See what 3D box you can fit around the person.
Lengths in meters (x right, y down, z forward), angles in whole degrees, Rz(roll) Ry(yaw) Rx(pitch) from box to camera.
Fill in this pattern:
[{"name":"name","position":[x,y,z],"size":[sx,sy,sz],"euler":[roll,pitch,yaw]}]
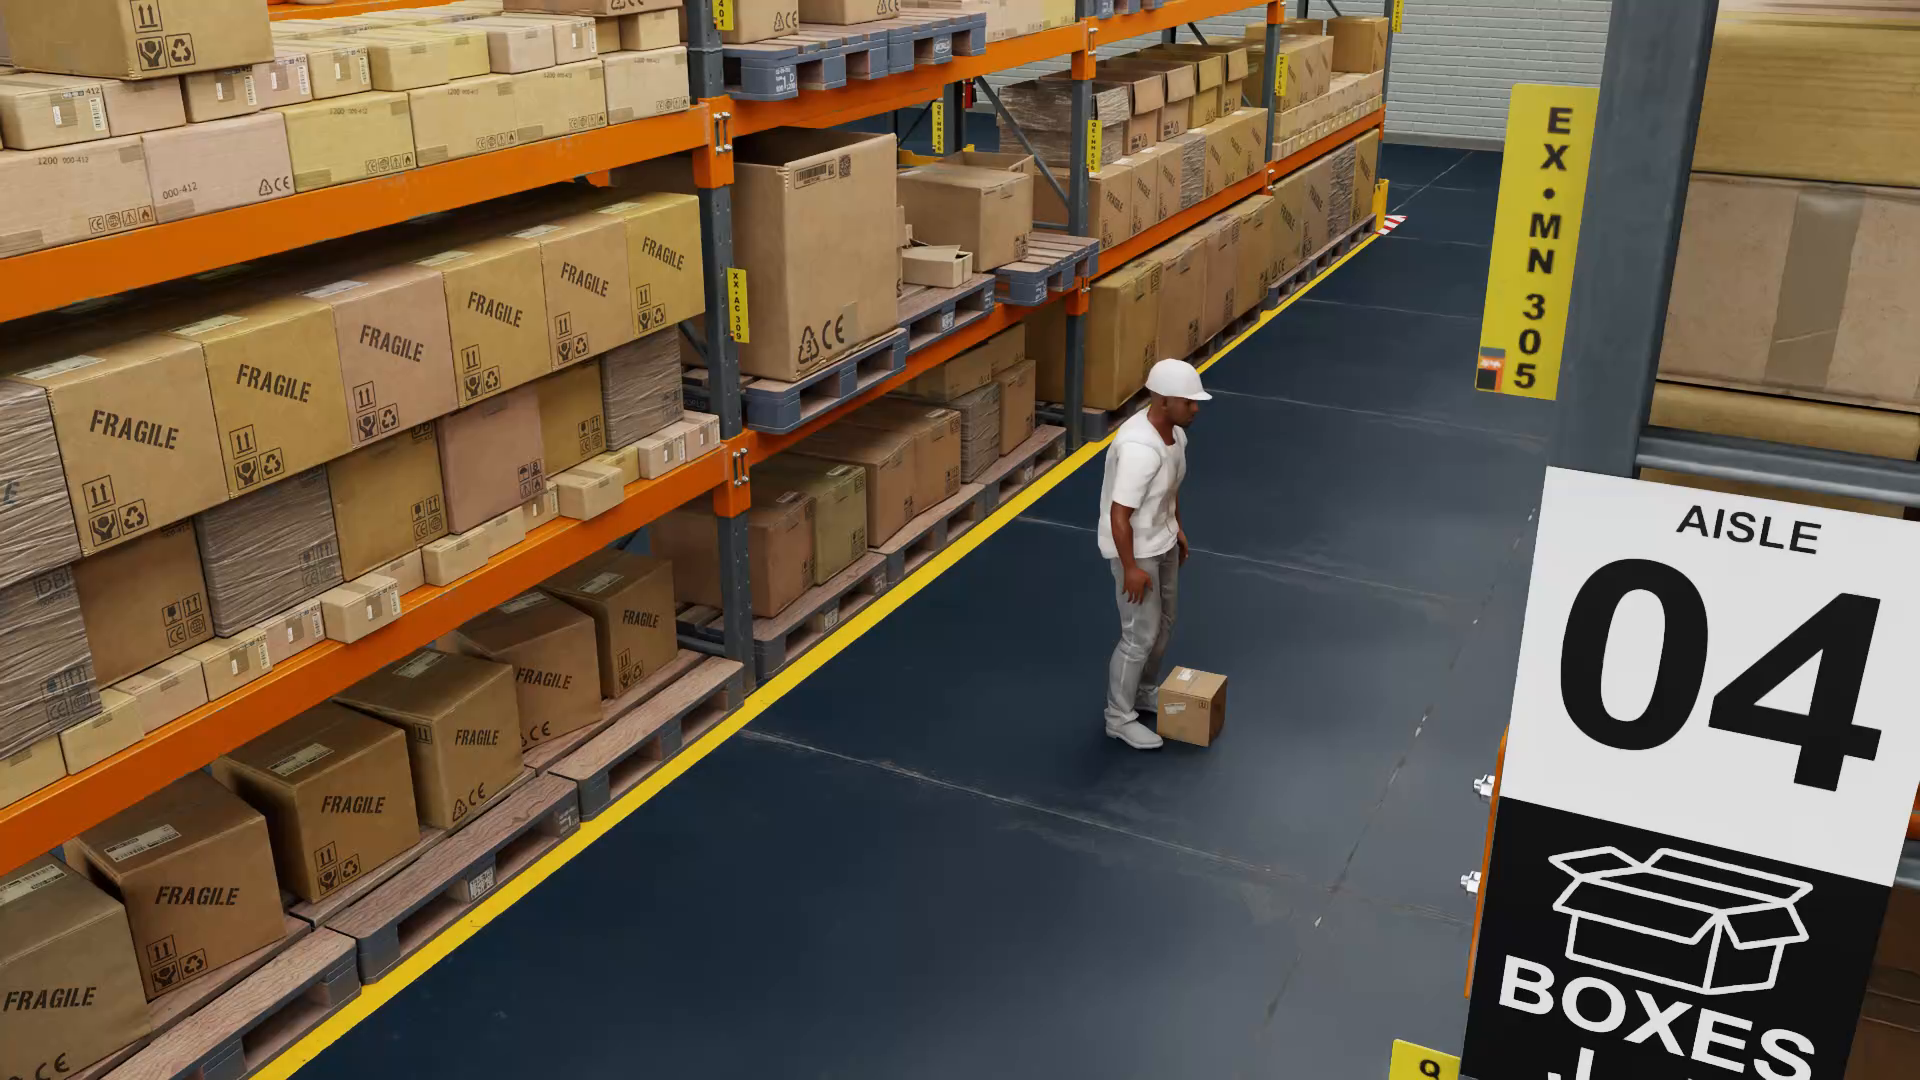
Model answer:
[{"name":"person","position":[0.859,0.037,7.479],"size":[0.457,1.761,0.628],"euler":[11,25,25]}]
